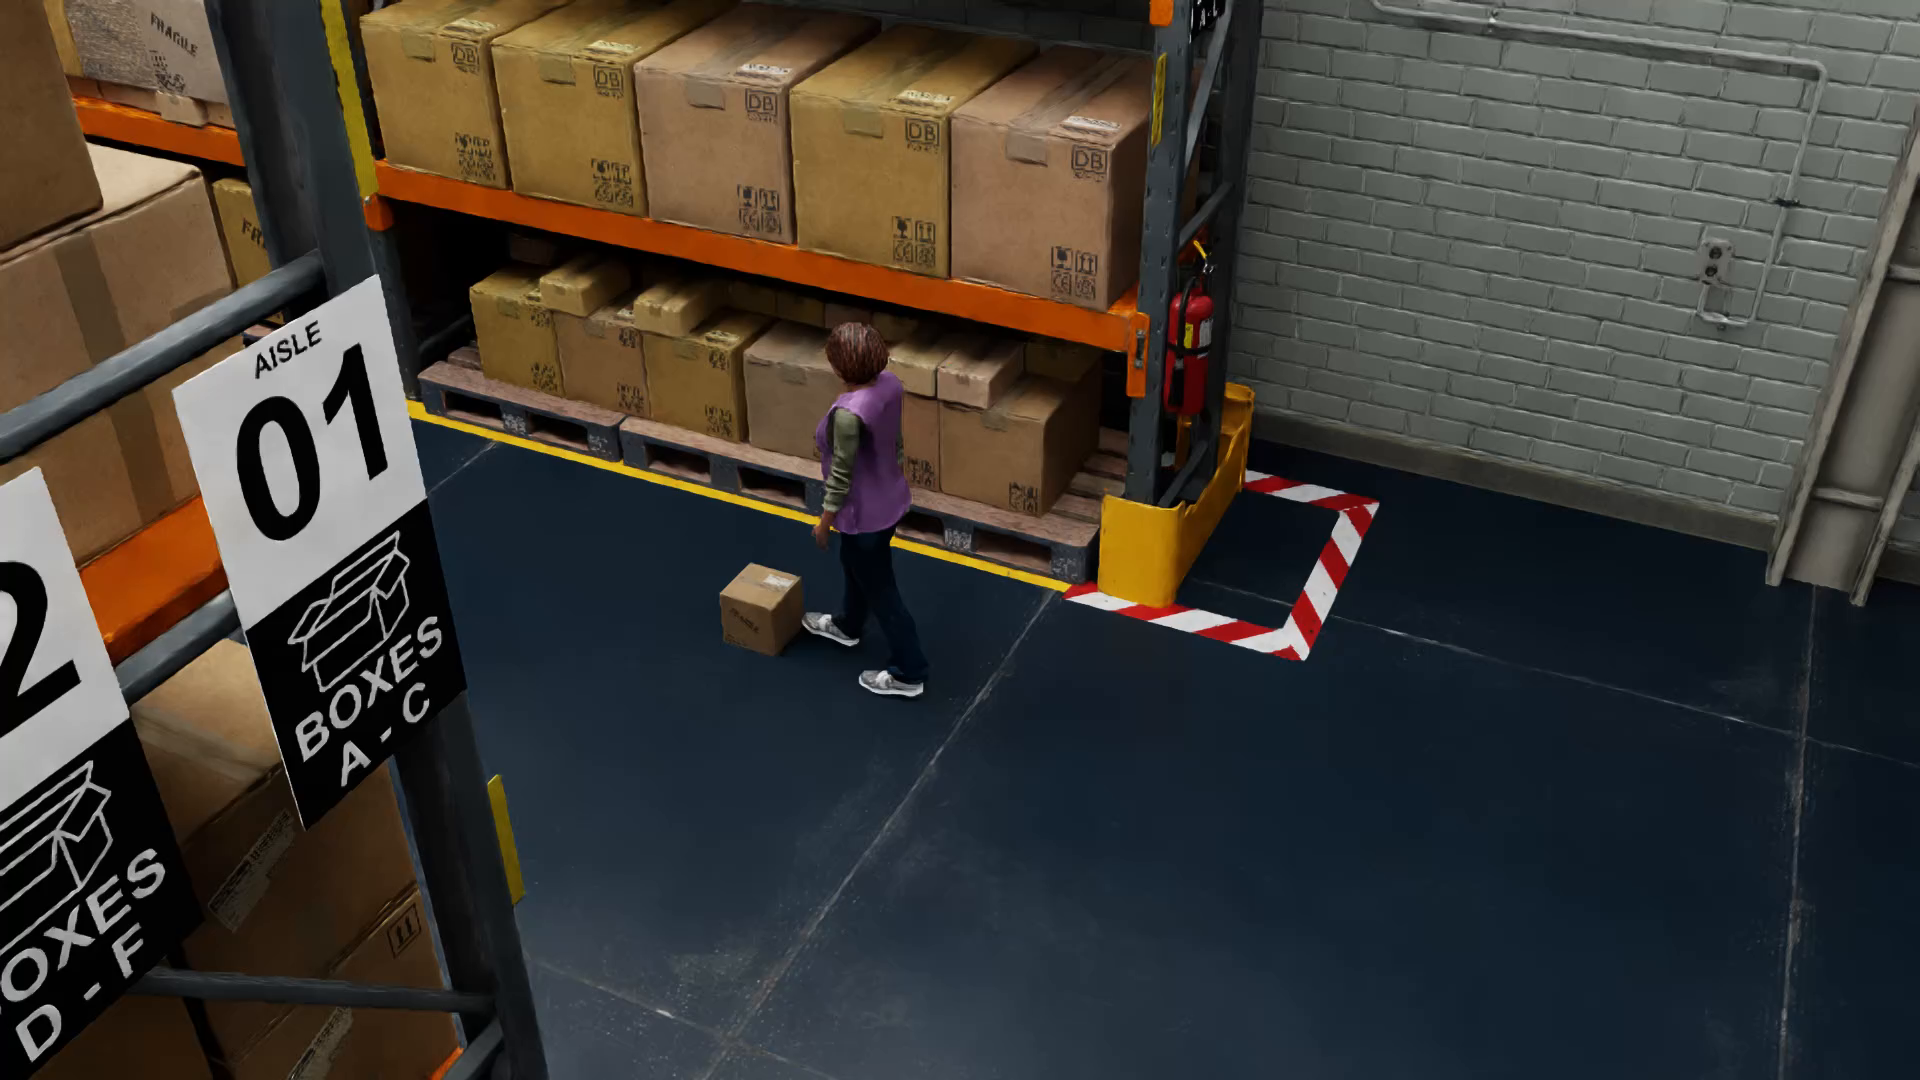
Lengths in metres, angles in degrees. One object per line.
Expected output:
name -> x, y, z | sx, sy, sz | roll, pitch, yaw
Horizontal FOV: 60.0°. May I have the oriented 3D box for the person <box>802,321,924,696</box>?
person -> -0.424, -0.128, 6.329 | 0.635, 1.587, 0.429 | 12, 36, 17
